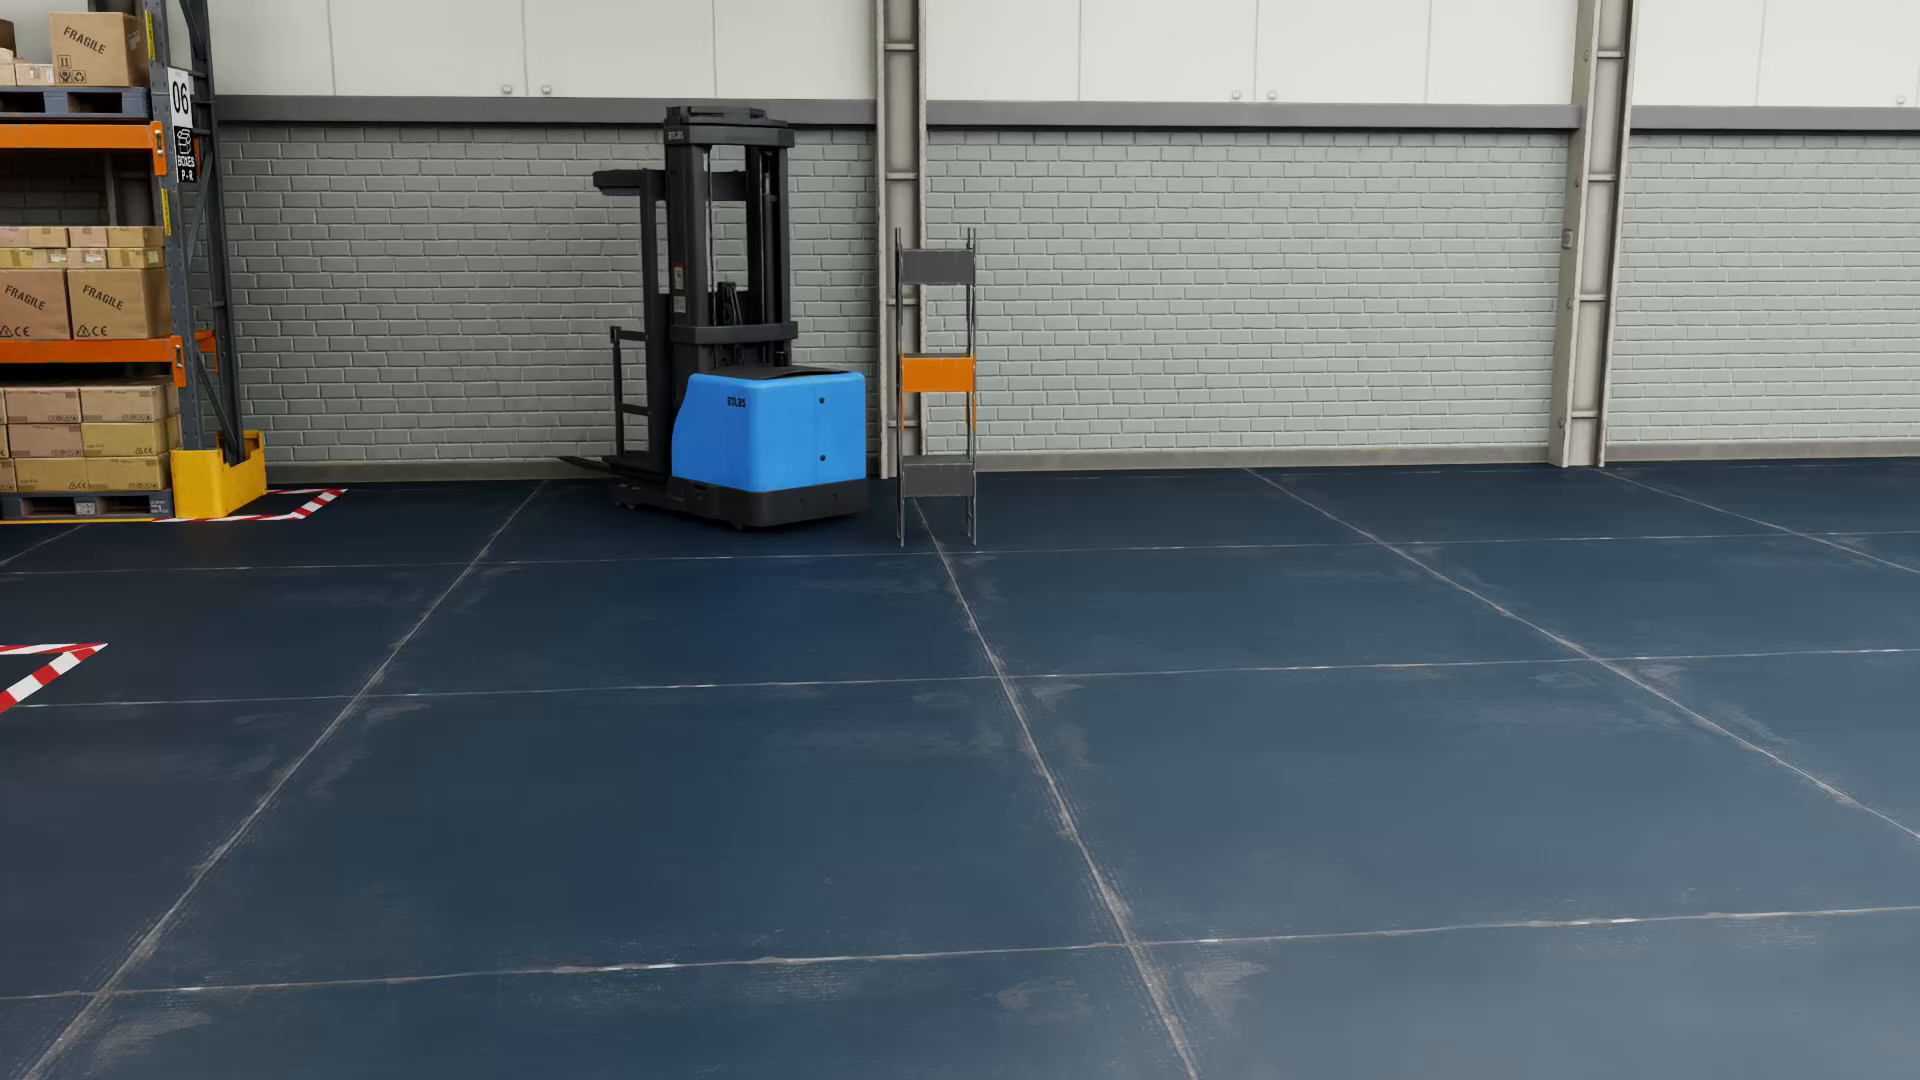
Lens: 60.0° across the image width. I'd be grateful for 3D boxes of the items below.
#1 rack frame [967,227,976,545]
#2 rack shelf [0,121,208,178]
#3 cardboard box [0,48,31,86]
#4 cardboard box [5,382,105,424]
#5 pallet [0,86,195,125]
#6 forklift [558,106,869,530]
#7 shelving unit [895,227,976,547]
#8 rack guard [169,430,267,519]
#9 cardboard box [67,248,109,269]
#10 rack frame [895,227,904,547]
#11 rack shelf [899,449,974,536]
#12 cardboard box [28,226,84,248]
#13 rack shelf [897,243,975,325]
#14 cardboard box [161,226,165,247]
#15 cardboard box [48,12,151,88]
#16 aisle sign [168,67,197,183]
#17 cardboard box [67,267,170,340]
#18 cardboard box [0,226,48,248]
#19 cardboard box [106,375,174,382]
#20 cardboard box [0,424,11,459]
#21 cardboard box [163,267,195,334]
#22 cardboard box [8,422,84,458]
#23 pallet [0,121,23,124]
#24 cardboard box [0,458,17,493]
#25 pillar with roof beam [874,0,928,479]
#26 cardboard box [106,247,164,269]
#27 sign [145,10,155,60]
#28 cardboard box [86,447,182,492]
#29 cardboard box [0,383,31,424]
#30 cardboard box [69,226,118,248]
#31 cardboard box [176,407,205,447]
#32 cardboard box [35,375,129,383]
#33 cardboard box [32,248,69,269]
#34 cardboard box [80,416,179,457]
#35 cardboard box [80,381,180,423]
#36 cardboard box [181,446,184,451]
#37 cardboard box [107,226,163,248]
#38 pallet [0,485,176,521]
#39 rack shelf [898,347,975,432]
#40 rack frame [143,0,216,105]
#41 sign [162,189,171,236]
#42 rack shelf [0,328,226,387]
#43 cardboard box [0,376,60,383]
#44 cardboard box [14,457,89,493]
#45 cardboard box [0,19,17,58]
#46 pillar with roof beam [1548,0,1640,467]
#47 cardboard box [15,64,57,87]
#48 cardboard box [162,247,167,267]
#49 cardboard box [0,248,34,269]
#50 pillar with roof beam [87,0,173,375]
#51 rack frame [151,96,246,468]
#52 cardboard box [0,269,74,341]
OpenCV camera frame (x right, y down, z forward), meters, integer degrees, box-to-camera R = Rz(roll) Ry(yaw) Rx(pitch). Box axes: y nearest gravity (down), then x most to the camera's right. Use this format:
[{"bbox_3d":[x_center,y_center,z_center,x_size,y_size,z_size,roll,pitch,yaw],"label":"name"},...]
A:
[{"bbox_3d":[0.078,-1.032,11.174,0.015,2.100,0.400,-1,11,-6],"label":"rack frame"},{"bbox_3d":[-7.651,-2.816,12.006,4.000,0.370,1.077,-1,11,-6],"label":"rack shelf"},{"bbox_3d":[-6.706,-3.319,11.700,0.258,0.266,0.396,-1,11,-6],"label":"cardboard box"},{"bbox_3d":[-6.594,-1.005,12.153,0.500,0.250,0.500,-1,11,-5],"label":"cardboard box"},{"bbox_3d":[-6.368,-3.158,12.107,1.213,0.211,1.003,-1,11,-6],"label":"pallet"},{"bbox_3d":[-2.038,-1.732,12.581,1.130,2.935,3.031,-10,15,-42],"label":"forklift"},{"bbox_3d":[-0.165,-1.027,11.148,0.503,2.100,0.431,-1,11,-6],"label":"shelving unit"},{"bbox_3d":[-5.639,-0.513,12.681,0.348,0.500,1.175,-1,11,-6],"label":"rack guard"},{"bbox_3d":[-6.228,-2.034,11.999,0.250,0.149,0.380,-1,11,-5],"label":"cardboard box"},{"bbox_3d":[-0.407,-1.022,11.122,0.015,2.100,0.400,-1,11,-6],"label":"rack frame"},{"bbox_3d":[-0.165,-0.327,11.286,0.480,0.518,0.431,-1,11,-6],"label":"rack shelf"},{"bbox_3d":[-6.495,-2.183,11.983,0.250,0.149,0.380,-1,11,-5],"label":"cardboard box"},{"bbox_3d":[-0.165,-1.700,11.016,0.480,0.518,0.431,-1,11,-6],"label":"rack shelf"},{"bbox_3d":[-6.020,-2.286,12.510,0.250,0.149,0.380,-1,11,-7],"label":"cardboard box"},{"bbox_3d":[-6.076,-3.459,11.804,0.500,0.500,0.500,-1,11,-4],"label":"cardboard box"},{"bbox_3d":[-5.566,-2.960,11.907,0.004,0.787,0.394,-1,11,-6],"label":"aisle sign"},{"bbox_3d":[-6.124,-1.727,12.120,0.500,0.500,0.500,-1,11,-7],"label":"cardboard box"},{"bbox_3d":[-6.751,-2.192,12.029,0.250,0.149,0.380,-1,11,-6],"label":"cardboard box"},{"bbox_3d":[-6.161,-1.113,12.700,0.500,0.250,0.500,-1,11,-7],"label":"cardboard box"},{"bbox_3d":[-7.124,-0.748,12.140,0.500,0.250,0.500,-1,11,-7],"label":"cardboard box"},{"bbox_3d":[-6.185,-1.831,12.646,0.500,0.500,0.500,-1,11,-4],"label":"cardboard box"},{"bbox_3d":[-6.613,-0.763,12.215,0.500,0.250,0.500,-1,11,-7],"label":"cardboard box"},{"bbox_3d":[-7.584,-3.132,11.975,1.213,0.211,1.003,-1,11,-6],"label":"pallet"},{"bbox_3d":[-7.089,-0.508,12.217,0.500,0.250,0.500,-1,11,-5],"label":"cardboard box"},{"bbox_3d":[-0.022,-4.140,9.101,0.400,9.000,9.100,-1,11,-6],"label":"pillar with roof beam"},{"bbox_3d":[-5.977,-2.045,12.055,0.250,0.149,0.380,-1,11,-5],"label":"cardboard box"},{"bbox_3d":[-5.618,-3.502,11.540,0.005,0.325,0.100,-1,11,-6],"label":"sign"},{"bbox_3d":[-6.096,-0.526,12.304,0.500,0.250,0.500,-1,11,-6],"label":"cardboard box"},{"bbox_3d":[-7.094,-0.993,12.090,0.500,0.250,0.500,-1,11,-5],"label":"cardboard box"},{"bbox_3d":[-6.238,-2.193,12.037,0.250,0.149,0.380,-1,11,-6],"label":"cardboard box"},{"bbox_3d":[-6.153,-0.871,12.767,0.500,0.250,0.500,-1,11,-5],"label":"cardboard box"},{"bbox_3d":[-6.657,-1.102,12.643,0.500,0.250,0.500,-1,11,-6],"label":"cardboard box"},{"bbox_3d":[-6.493,-2.041,12.032,0.250,0.149,0.380,-1,11,-5],"label":"cardboard box"},{"bbox_3d":[-6.113,-0.771,12.258,0.500,0.250,0.500,-1,11,-7],"label":"cardboard box"},{"bbox_3d":[-6.087,-1.017,12.213,0.500,0.250,0.500,-1,11,-4],"label":"cardboard box"},{"bbox_3d":[-6.172,-0.623,12.801,0.500,0.250,0.500,-1,11,-6],"label":"cardboard box"},{"bbox_3d":[-5.996,-2.204,12.093,0.250,0.149,0.380,-1,11,-6],"label":"cardboard box"},{"bbox_3d":[-6.418,-0.347,12.585,1.213,0.211,1.003,-1,11,-6],"label":"pallet"},{"bbox_3d":[-0.165,-1.013,11.151,0.480,0.518,0.431,-1,11,-6],"label":"rack shelf"},{"bbox_3d":[-5.663,-4.683,11.859,0.127,3.000,1.000,-1,11,-6],"label":"rack frame"},{"bbox_3d":[-5.618,-2.319,11.772,0.005,0.325,0.100,-1,11,-6],"label":"sign"},{"bbox_3d":[-7.651,-1.344,12.295,4.000,0.370,1.077,-1,11,-6],"label":"rack shelf"},{"bbox_3d":[-7.156,-1.093,12.601,0.500,0.250,0.500,-1,11,-6],"label":"cardboard box"},{"bbox_3d":[-6.591,-0.517,12.261,0.500,0.250,0.500,-1,11,-6],"label":"cardboard box"},{"bbox_3d":[-7.106,-3.457,11.793,0.500,0.500,0.700,-1,11,-6],"label":"cardboard box"},{"bbox_3d":[5.942,-4.265,9.737,0.400,9.000,9.100,-1,11,-6],"label":"pillar with roof beam"},{"bbox_3d":[-6.454,-3.267,11.738,0.250,0.149,0.380,-2,11,-8],"label":"cardboard box"},{"bbox_3d":[-6.028,-2.149,12.583,0.250,0.149,0.380,-1,11,-8],"label":"cardboard box"},{"bbox_3d":[-6.740,-2.038,12.016,0.250,0.149,0.380,-1,11,-6],"label":"cardboard box"},{"bbox_3d":[-5.987,-4.015,8.465,0.400,9.000,9.100,-1,11,-6],"label":"pillar with roof beam"},{"bbox_3d":[-5.663,-1.739,12.438,0.127,3.000,1.000,-1,11,-6],"label":"rack frame"},{"bbox_3d":[-6.640,-1.718,12.074,0.500,0.500,0.500,-1,11,-4],"label":"cardboard box"}]
